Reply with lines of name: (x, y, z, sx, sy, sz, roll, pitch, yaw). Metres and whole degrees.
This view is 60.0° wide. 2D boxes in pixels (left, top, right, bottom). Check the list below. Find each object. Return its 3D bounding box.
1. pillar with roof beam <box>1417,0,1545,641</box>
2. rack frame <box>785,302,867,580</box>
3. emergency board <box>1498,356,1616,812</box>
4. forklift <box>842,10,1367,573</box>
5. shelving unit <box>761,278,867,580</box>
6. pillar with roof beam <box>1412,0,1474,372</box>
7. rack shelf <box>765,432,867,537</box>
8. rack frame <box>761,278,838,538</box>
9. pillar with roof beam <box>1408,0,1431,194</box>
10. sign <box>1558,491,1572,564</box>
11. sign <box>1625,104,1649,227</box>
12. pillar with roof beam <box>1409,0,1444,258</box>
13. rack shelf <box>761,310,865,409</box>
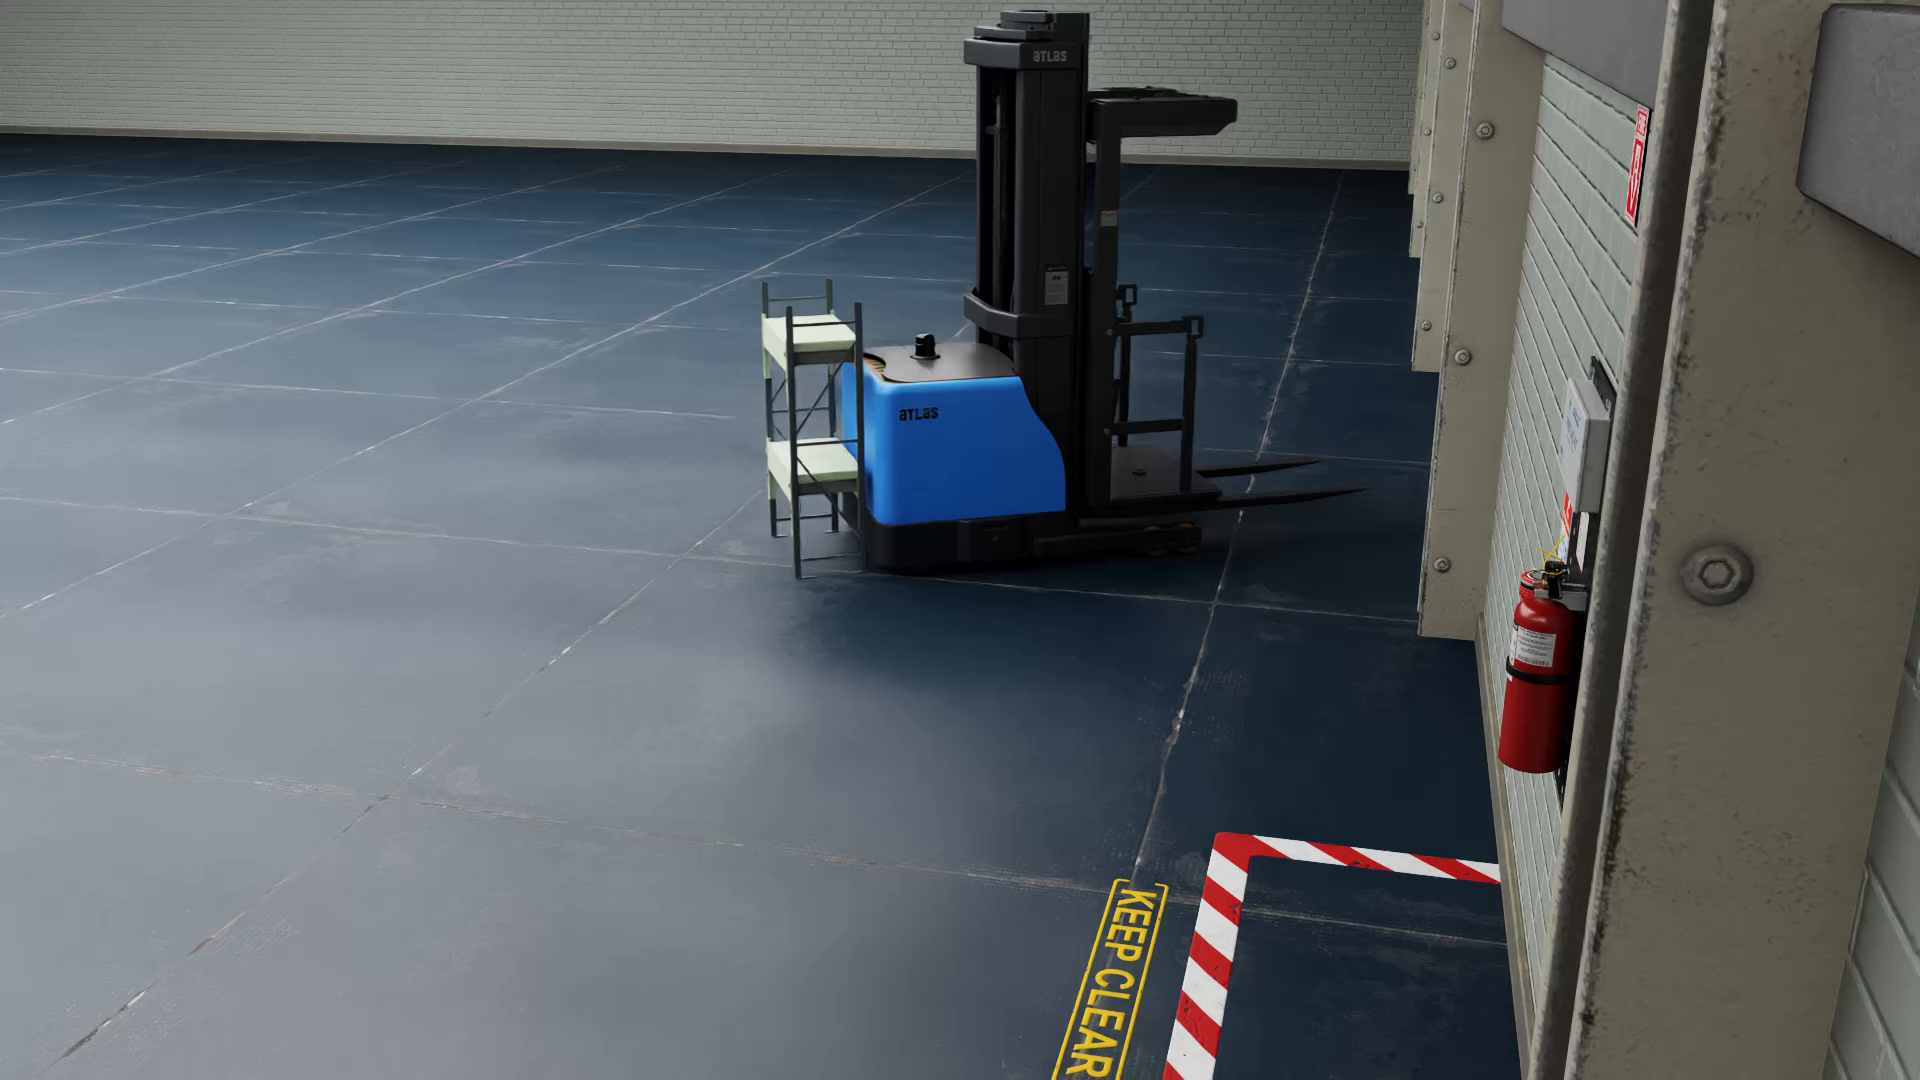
pillar with roof beam: (-1.692, -4.172, 7.980, 9.100, 9.000, 0.400, 5, 19, 13)
rack frame: (-0.708, -0.514, 8.872, 0.400, 1.500, 0.023, -5, 20, -15)
emergency board: (1.658, 0.116, 4.707, 0.194, 1.169, 0.643, 5, 19, 13)
forklift: (0.881, -1.455, 9.414, 3.031, 2.935, 1.130, -5, 20, -15)
shelving unit: (-0.811, -0.628, 9.204, 0.431, 1.500, 0.755, -5, 20, -15)
pillar with roof beam: (-0.226, -6.053, 13.486, 9.100, 9.000, 0.400, 5, 19, 13)
rack shelf: (-0.811, -0.319, 9.310, 0.431, 0.370, 0.720, -5, 20, -15)
rack frame: (-0.913, -0.741, 9.537, 0.400, 1.500, 0.023, -5, 20, -15)
pillar with roof beam: (2.706, -9.814, 24.497, 9.100, 9.000, 0.400, 5, 19, 13)
sign: (1.893, -0.066, 5.185, 0.001, 0.329, 0.234, 5, 19, 13)
sign: (1.756, -0.976, 4.317, 0.001, 0.298, 0.199, 5, 19, 13)
pillar with roof beam: (1.240, -7.933, 18.992, 9.100, 9.000, 0.400, 5, 19, 13)
rack shelf: (-0.811, -0.997, 9.078, 0.431, 0.370, 0.720, -5, 20, -15)
